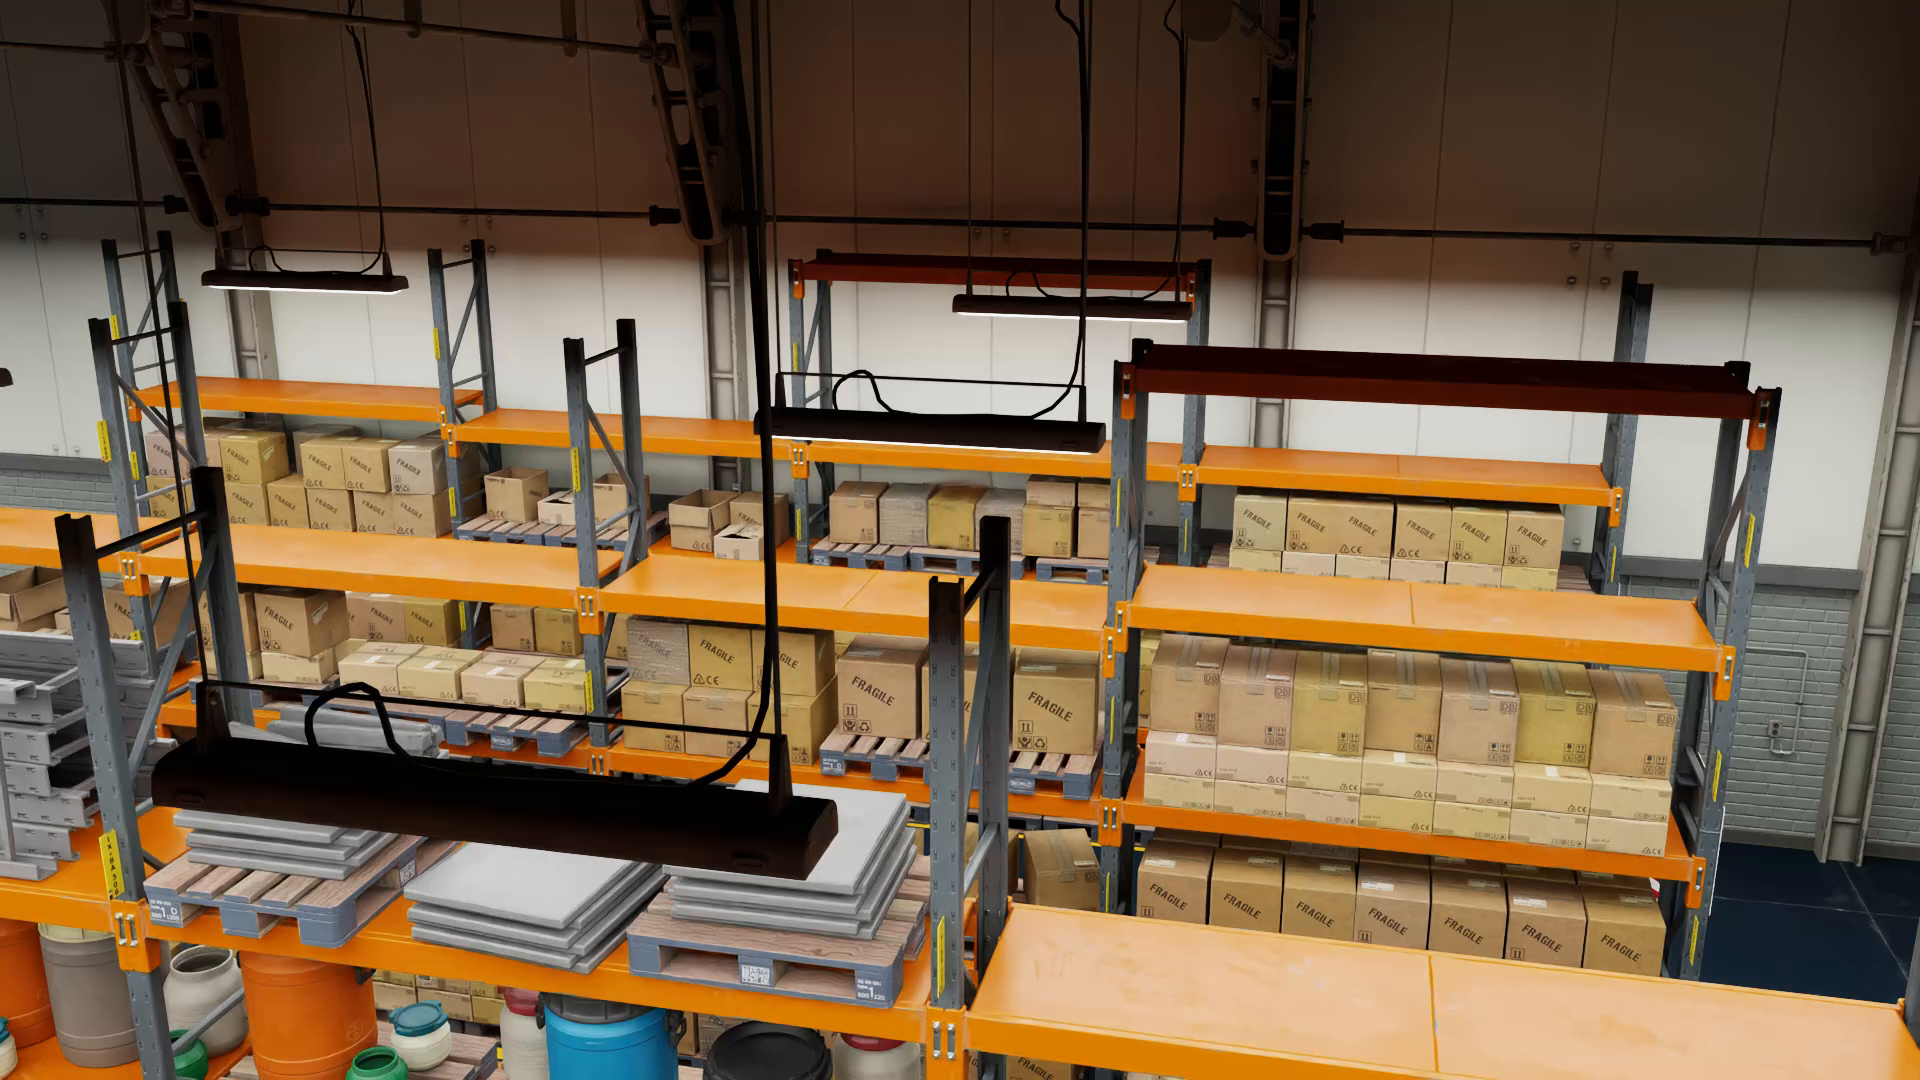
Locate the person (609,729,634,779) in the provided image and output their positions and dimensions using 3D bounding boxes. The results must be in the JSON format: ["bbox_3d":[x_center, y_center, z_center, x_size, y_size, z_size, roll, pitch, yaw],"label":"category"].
[{"bbox_3d":[-3.418,2.632,16.285,0.960,1.675,0.569,6,17,19],"label":"person"}]
